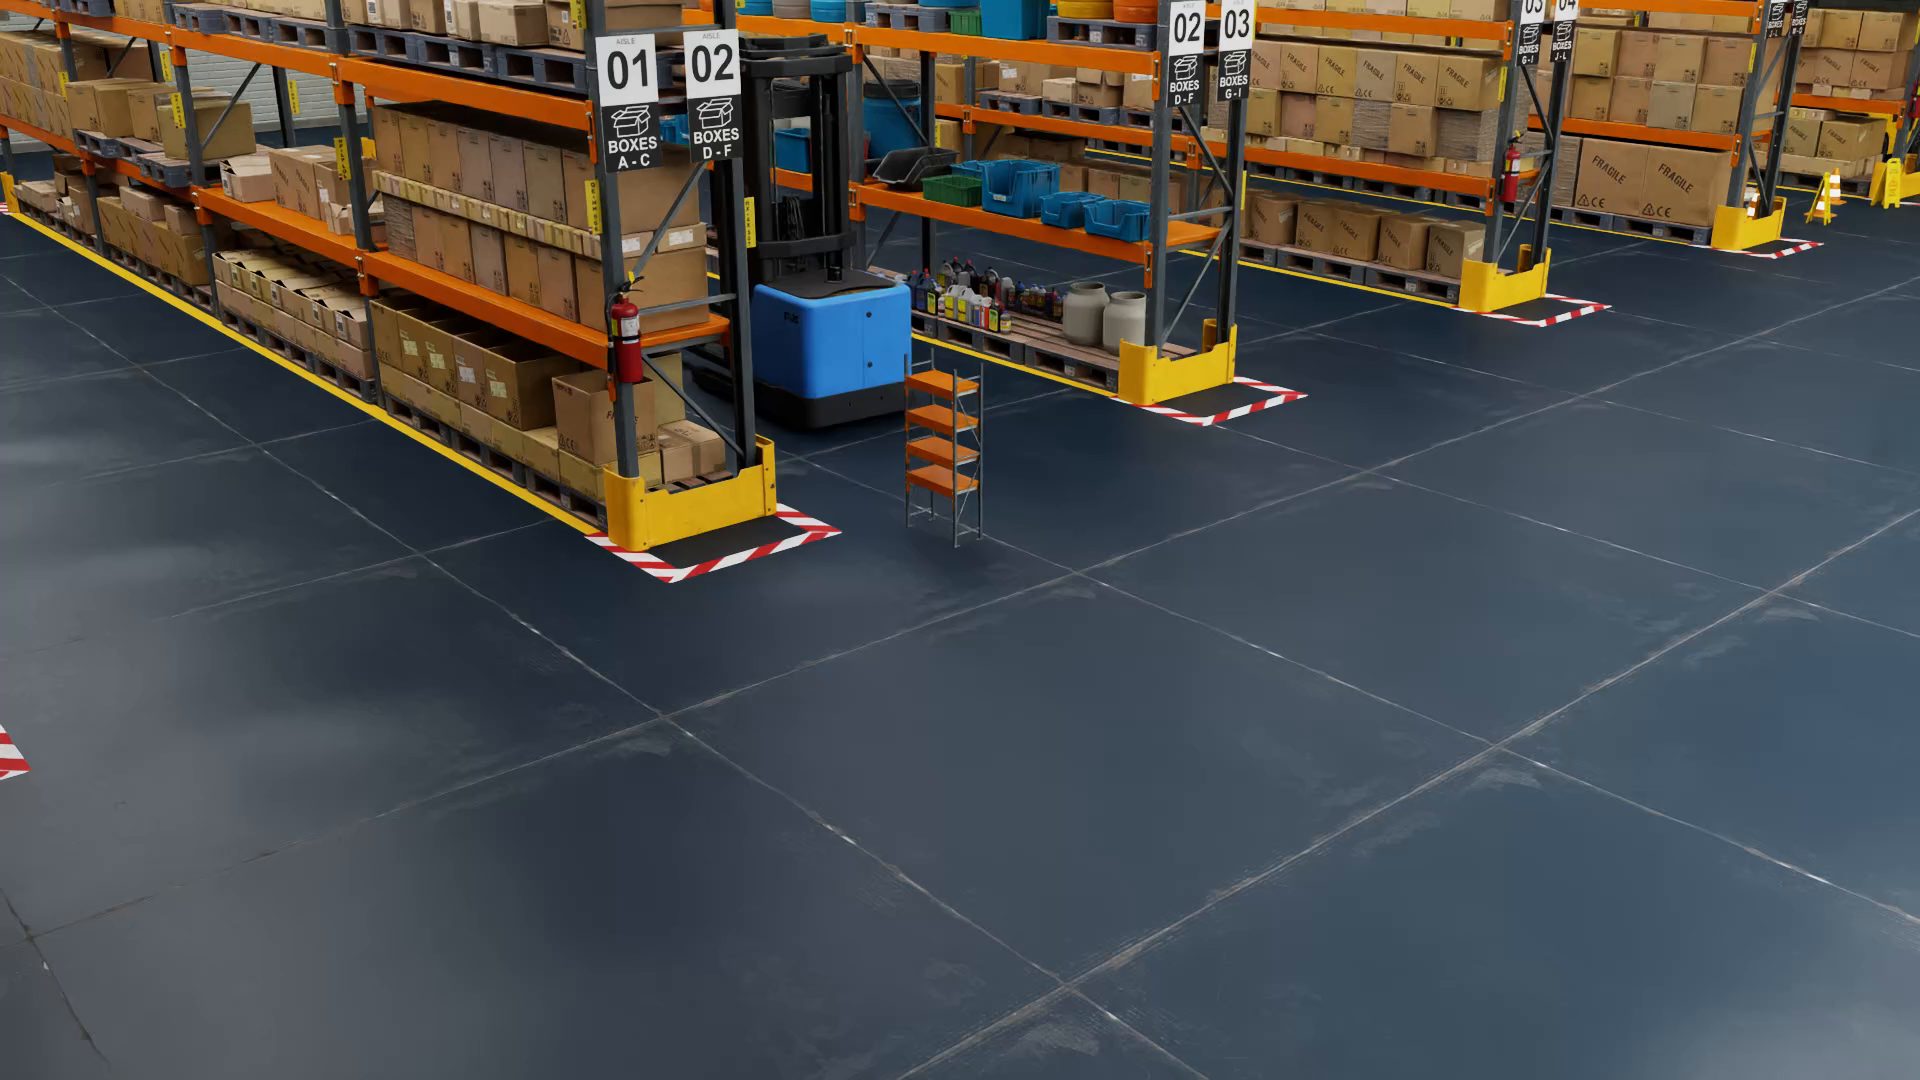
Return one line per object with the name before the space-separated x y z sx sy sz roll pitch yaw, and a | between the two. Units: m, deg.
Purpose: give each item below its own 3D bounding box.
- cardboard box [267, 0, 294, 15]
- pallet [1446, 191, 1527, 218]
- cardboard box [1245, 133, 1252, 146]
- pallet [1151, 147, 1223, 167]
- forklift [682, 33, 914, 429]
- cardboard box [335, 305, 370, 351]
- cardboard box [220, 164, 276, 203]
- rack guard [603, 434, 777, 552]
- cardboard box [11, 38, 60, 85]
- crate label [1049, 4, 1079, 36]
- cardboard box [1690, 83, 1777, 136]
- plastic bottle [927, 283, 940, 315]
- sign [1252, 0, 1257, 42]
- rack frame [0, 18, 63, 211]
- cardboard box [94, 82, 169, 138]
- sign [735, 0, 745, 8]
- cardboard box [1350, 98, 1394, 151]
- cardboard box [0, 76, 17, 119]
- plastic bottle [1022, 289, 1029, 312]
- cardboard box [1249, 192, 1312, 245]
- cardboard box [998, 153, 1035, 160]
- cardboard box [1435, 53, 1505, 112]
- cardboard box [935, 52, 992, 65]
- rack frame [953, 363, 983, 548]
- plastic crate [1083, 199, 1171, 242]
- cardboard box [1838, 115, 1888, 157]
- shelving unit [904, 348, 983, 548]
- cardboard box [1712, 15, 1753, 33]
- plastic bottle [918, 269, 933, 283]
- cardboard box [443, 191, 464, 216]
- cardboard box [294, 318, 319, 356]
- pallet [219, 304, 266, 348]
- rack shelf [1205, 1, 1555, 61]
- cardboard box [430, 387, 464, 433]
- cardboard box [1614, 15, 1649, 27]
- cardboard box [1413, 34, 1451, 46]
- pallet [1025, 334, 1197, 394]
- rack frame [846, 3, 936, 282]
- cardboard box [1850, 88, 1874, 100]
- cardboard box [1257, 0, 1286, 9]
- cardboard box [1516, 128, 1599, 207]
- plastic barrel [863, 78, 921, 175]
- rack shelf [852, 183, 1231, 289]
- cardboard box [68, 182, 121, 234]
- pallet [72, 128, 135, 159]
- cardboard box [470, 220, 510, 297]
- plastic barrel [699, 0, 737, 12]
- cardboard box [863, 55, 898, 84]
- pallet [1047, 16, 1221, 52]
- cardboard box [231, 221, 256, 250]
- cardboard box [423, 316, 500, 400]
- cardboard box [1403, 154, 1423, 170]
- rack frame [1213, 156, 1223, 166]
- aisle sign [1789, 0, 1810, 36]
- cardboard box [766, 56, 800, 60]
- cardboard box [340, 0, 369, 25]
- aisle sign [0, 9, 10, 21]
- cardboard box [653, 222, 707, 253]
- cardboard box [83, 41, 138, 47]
cardboard box | -5.621 -4.674 14.322 0.500 0.250 0.500 20 29 41
pallet | 7.349 -4.592 22.418 1.003 0.211 1.213 -17 27 -37
cardboard box | 3.338 -4.584 18.918 0.380 0.149 0.250 -17 27 -37
pallet | 3.792 -6.142 26.376 1.003 0.211 1.213 -17 27 -37
forklift | -1.653 -2.716 13.899 1.130 2.935 3.031 -15 26 -33
cardboard box | -4.901 -1.829 13.966 0.500 0.311 0.500 -17 27 -37
cardboard box | -6.593 -3.379 15.621 0.500 0.311 0.500 -18 28 -38
rack guard | -1.792 -0.333 11.150 1.175 0.500 0.348 -17 27 -37
cardboard box | -11.160 -5.829 20.245 0.500 0.500 0.500 -18 28 -38
crate label | 0.975 -4.605 14.720 0.502 0.251 0.408 -17 27 -37
cardboard box | 9.246 -5.175 19.879 0.875 0.550 0.550 -17 27 -37
plastic bottle | -0.252 -2.298 15.859 0.061 0.283 0.133 -16 26 -35
sign | 2.366 -4.213 13.501 0.100 0.325 0.005 -17 27 -37
rack frame | -12.252 -5.924 21.997 1.000 3.000 0.127 -17 27 -37
cardboard box | -9.004 -4.702 18.164 0.700 0.500 0.500 -13 25 -29
sign | -1.384 -3.475 10.323 0.100 0.325 0.005 -17 27 -37
cardboard box | 4.650 -4.463 17.720 0.875 0.500 0.500 -17 27 -37
cardboard box | -11.821 -5.644 21.145 0.500 0.500 0.500 -18 28 -38
plastic bottle | 0.646 -2.309 15.999 0.097 0.201 0.097 0 21 0
cardboard box | 3.698 -3.721 19.224 0.500 0.500 0.500 -9 23 -21
cardboard box | 0.930 -4.932 22.287 0.700 0.500 0.500 -19 28 -40
cardboard box | 5.153 -4.605 16.712 0.500 0.500 0.500 -17 27 -37
cardboard box | 0.012 -6.791 22.697 0.797 0.503 0.637 -16 27 -36
rack frame | 0.051 -0.537 10.710 0.240 1.200 0.015 -17 27 -37
plastic crate | 1.393 -2.680 13.917 0.499 0.251 0.616 -17 27 -37
cardboard box | 12.874 -5.780 23.794 0.500 0.500 0.500 -19 28 -39
shelving unit | -0.108 -0.604 10.882 0.258 1.200 0.503 -17 27 -37
cardboard box | 11.343 -7.511 24.132 0.700 0.500 0.500 -18 28 -39
plastic bottle | -0.342 -2.471 16.209 0.144 0.351 0.185 -17 27 -37
cardboard box | -3.546 -2.482 12.182 0.380 0.149 0.250 -18 28 -39
cardboard box | -5.573 -1.851 14.792 0.500 0.250 0.500 -17 27 -36
pallet | -6.522 -2.179 16.258 1.003 0.211 1.213 -17 27 -37
rack shelf | 4.394 -5.475 17.724 1.077 0.370 4.000 -17 27 -37
cardboard box | -3.701 -1.045 12.734 0.500 0.250 0.500 -17 27 -37
cardboard box | 10.507 -7.904 25.930 0.500 0.500 0.500 -17 27 -36
cardboard box | 6.583 -6.767 22.640 0.700 0.500 0.500 -18 28 -38
pallet | 1.335 -1.619 14.828 1.003 0.211 1.213 -17 27 -37
rack frame | -0.664 -3.787 16.540 1.000 3.000 0.127 -17 27 -37
cardboard box | 12.551 -6.199 23.043 0.380 0.149 0.250 -18 28 -38
cardboard box | 3.537 -5.963 18.188 0.500 0.250 0.500 -18 28 -38
cardboard box | 7.860 -4.887 21.685 0.875 0.875 0.875 -17 27 -37
plastic barrel | -0.687 -4.199 16.905 0.600 0.901 0.708 -17 27 -37
rack shelf | 0.641 -2.900 15.261 1.077 0.370 4.000 -17 27 -37
cardboard box | -10.228 -3.950 19.780 0.500 0.500 0.500 -17 27 -37
pallet | -9.202 -4.483 18.580 1.003 0.211 1.213 -17 27 -37
cardboard box | -3.116 -2.109 12.120 0.700 0.500 0.500 -16 27 -36
plastic barrel | -2.477 -6.030 17.564 0.600 0.830 0.708 -17 27 -37
cardboard box | -1.027 -6.618 23.630 0.500 0.500 0.500 -17 27 -36
pallet | 1.481 -4.243 13.849 1.003 0.211 1.213 -17 27 -37
cardboard box | -7.457 -3.092 17.590 0.500 0.500 0.500 -19 28 -39
cardboard box | -3.701 -1.394 12.598 0.500 0.500 0.500 -17 27 -37
cardboard box | 4.840 -3.972 17.358 0.380 0.149 0.250 -17 27 -37
rack frame | 4.301 -7.224 25.315 1.000 3.000 0.127 -17 27 -37
aisle sign | 9.796 -6.276 19.330 0.394 0.787 0.004 -17 27 -37
cardboard box | -2.621 -7.305 25.319 0.500 0.250 0.500 -18 28 -38
cardboard box | -4.290 -4.111 12.349 0.500 0.500 0.500 -15 26 -33
aisle sign | -12.519 -7.084 21.392 0.394 0.787 0.004 -17 27 -37
cardboard box | -1.901 -2.012 10.982 0.380 0.149 0.250 -18 27 -38
cardboard box | -10.073 -5.671 19.842 0.500 0.500 0.500 -19 28 -39
